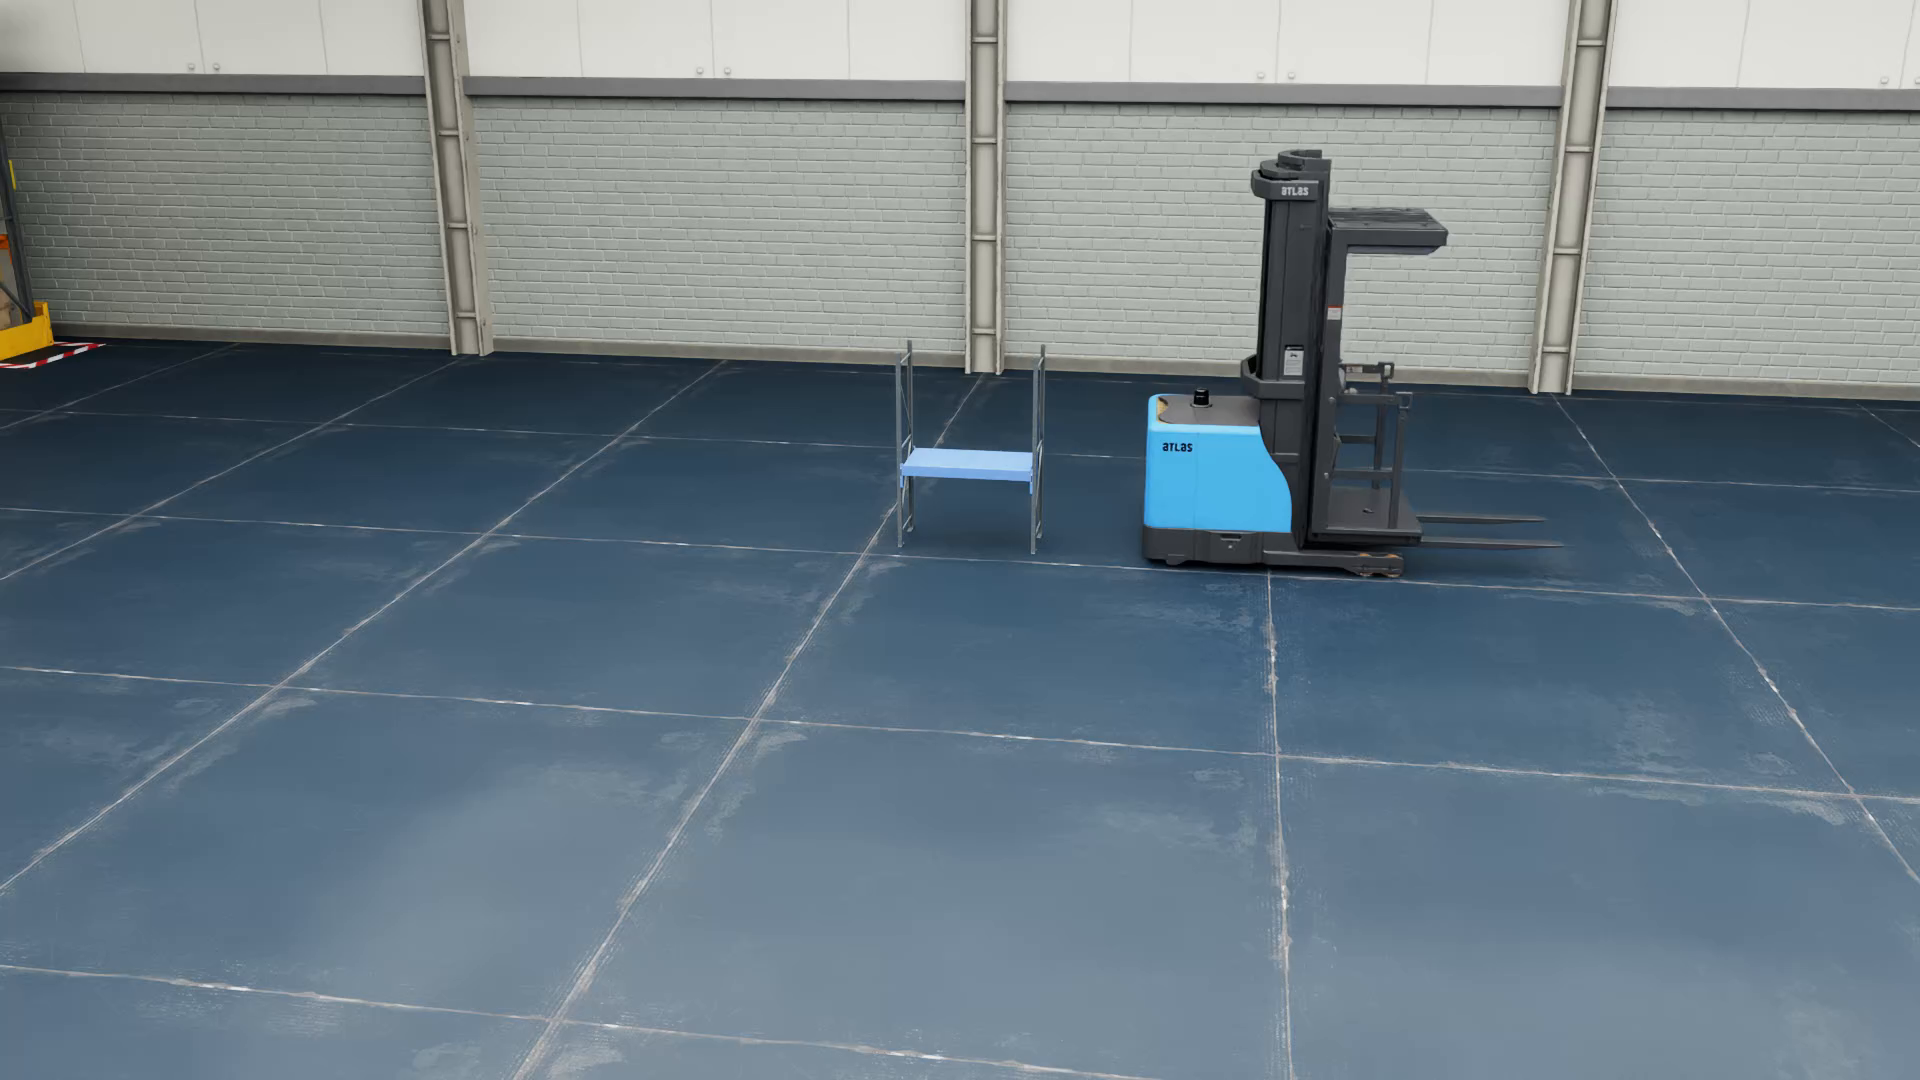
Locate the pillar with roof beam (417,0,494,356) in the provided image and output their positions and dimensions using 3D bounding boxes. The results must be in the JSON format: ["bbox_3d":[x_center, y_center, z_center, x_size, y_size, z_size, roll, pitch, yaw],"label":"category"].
[{"bbox_3d":[-6.332,-5.094,13.847,0.400,9.000,9.100,3,19,9],"label":"pillar with roof beam"}]

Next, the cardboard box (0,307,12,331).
[{"bbox_3d":[-11.483,-2.564,19.410,0.500,0.250,0.500,3,19,9],"label":"cardboard box"}]

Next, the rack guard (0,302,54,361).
[{"bbox_3d":[-11.005,-2.396,19.176,0.348,0.500,1.175,3,19,9],"label":"rack guard"}]

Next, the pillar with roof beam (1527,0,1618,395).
[{"bbox_3d":[5.516,-4.490,12.042,0.400,9.000,9.100,3,19,9],"label":"pillar with roof beam"}]

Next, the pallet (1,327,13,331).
[{"bbox_3d":[-11.791,-2.286,19.301,1.213,0.211,1.003,3,19,9],"label":"pallet"}]

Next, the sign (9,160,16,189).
[{"bbox_3d":[-10.935,-4.204,19.152,0.005,0.325,0.100,3,19,9],"label":"sign"}]

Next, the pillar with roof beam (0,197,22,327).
[{"bbox_3d":[-12.257,-5.396,14.749,0.400,9.000,9.100,3,19,9],"label":"pillar with roof beam"}]

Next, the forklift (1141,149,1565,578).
[{"bbox_3d":[2.891,-1.297,12.059,3.031,2.935,1.130,2,19,6],"label":"forklift"}]

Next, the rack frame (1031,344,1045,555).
[{"bbox_3d":[0.586,-0.681,12.476,0.032,1.500,0.500,3,19,9],"label":"rack frame"}]

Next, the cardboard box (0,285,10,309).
[{"bbox_3d":[-11.460,-2.804,19.339,0.500,0.250,0.500,3,19,10],"label":"cardboard box"}]

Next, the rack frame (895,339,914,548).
[{"bbox_3d":[-0.418,-0.733,12.629,0.032,1.500,0.500,3,19,9],"label":"rack frame"}]

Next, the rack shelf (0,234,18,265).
[{"bbox_3d":[-13.004,-3.342,19.198,4.000,0.370,1.077,3,19,9],"label":"rack shelf"}]

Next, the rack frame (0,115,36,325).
[{"bbox_3d":[-11.029,-3.583,18.783,0.127,3.000,1.000,3,19,9],"label":"rack frame"}]

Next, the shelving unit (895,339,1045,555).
[{"bbox_3d":[0.084,-0.707,12.552,1.048,1.500,0.538,3,19,9],"label":"shelving unit"}]

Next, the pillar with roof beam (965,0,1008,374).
[{"bbox_3d":[-0.408,-4.792,12.944,0.400,9.000,9.100,3,19,9],"label":"pillar with roof beam"}]

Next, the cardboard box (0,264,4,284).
[{"bbox_3d":[-11.474,-3.035,19.244,0.500,0.250,0.500,3,19,8],"label":"cardboard box"}]

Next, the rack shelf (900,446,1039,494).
[{"bbox_3d":[0.084,-0.536,12.609,1.000,0.185,0.538,3,19,9],"label":"rack shelf"}]
